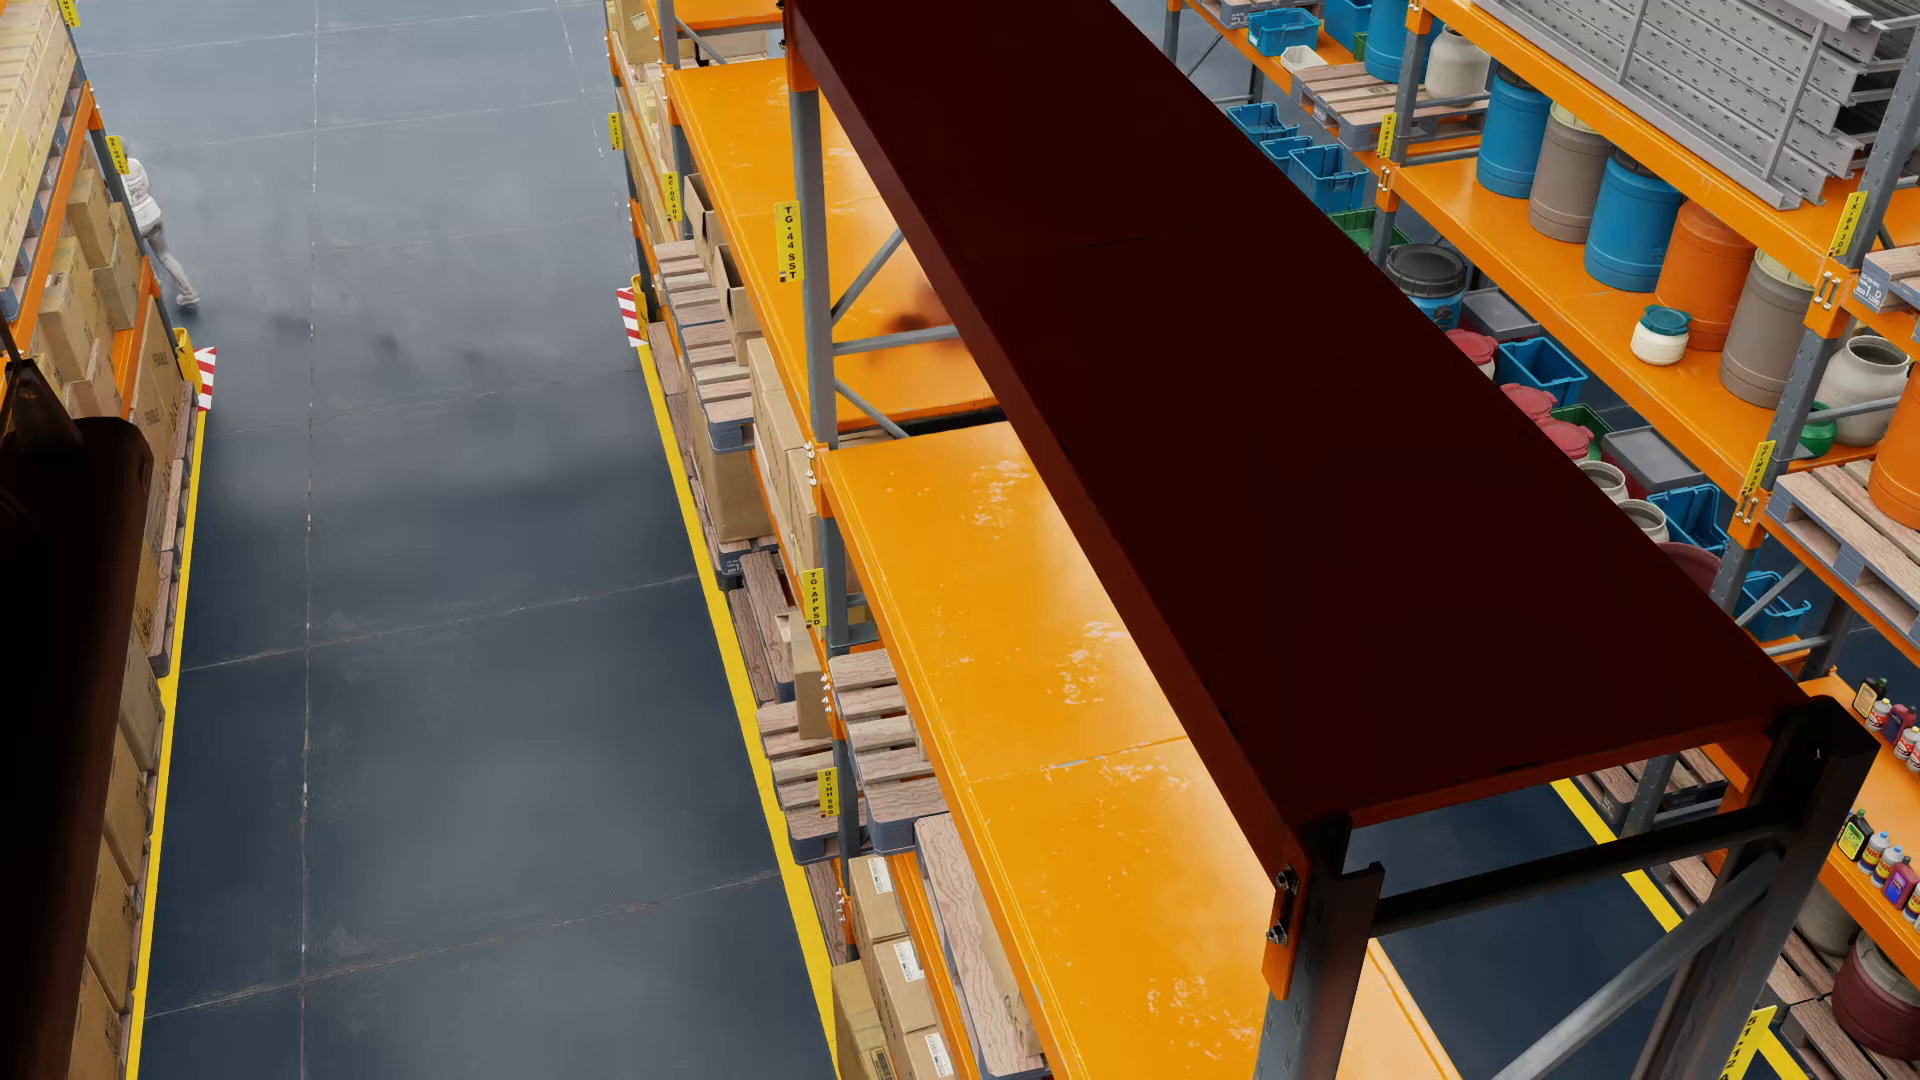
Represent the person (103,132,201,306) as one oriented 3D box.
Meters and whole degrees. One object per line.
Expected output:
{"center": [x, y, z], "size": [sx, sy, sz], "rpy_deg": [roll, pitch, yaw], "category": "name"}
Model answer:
{"center": [-7.444, -2.873, 15.089], "size": [0.780, 1.666, 0.642], "rpy_deg": [9, 39, 11], "category": "person"}
